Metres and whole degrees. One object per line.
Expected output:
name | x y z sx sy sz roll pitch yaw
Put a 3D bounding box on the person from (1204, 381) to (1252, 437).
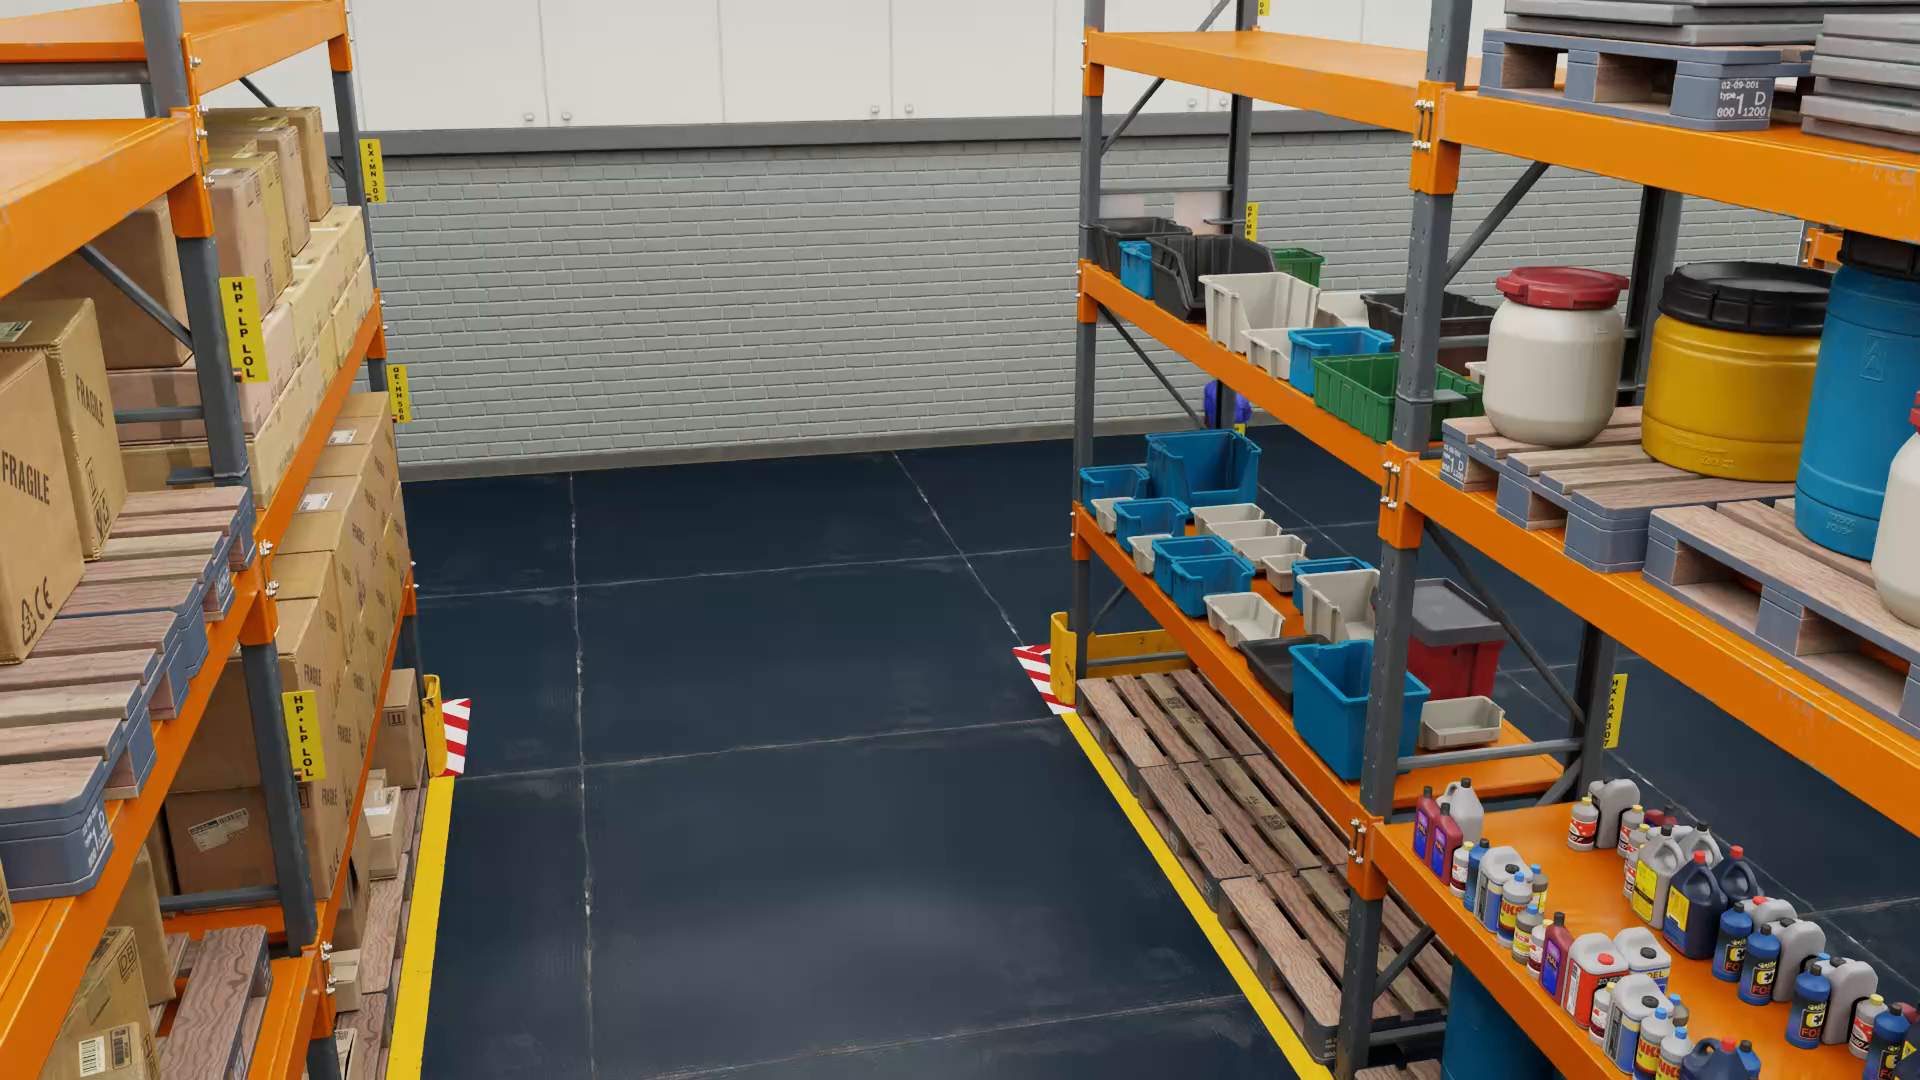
person | 2.004 -0.654 12.843 0.722 1.630 0.449 -17 26 -39
